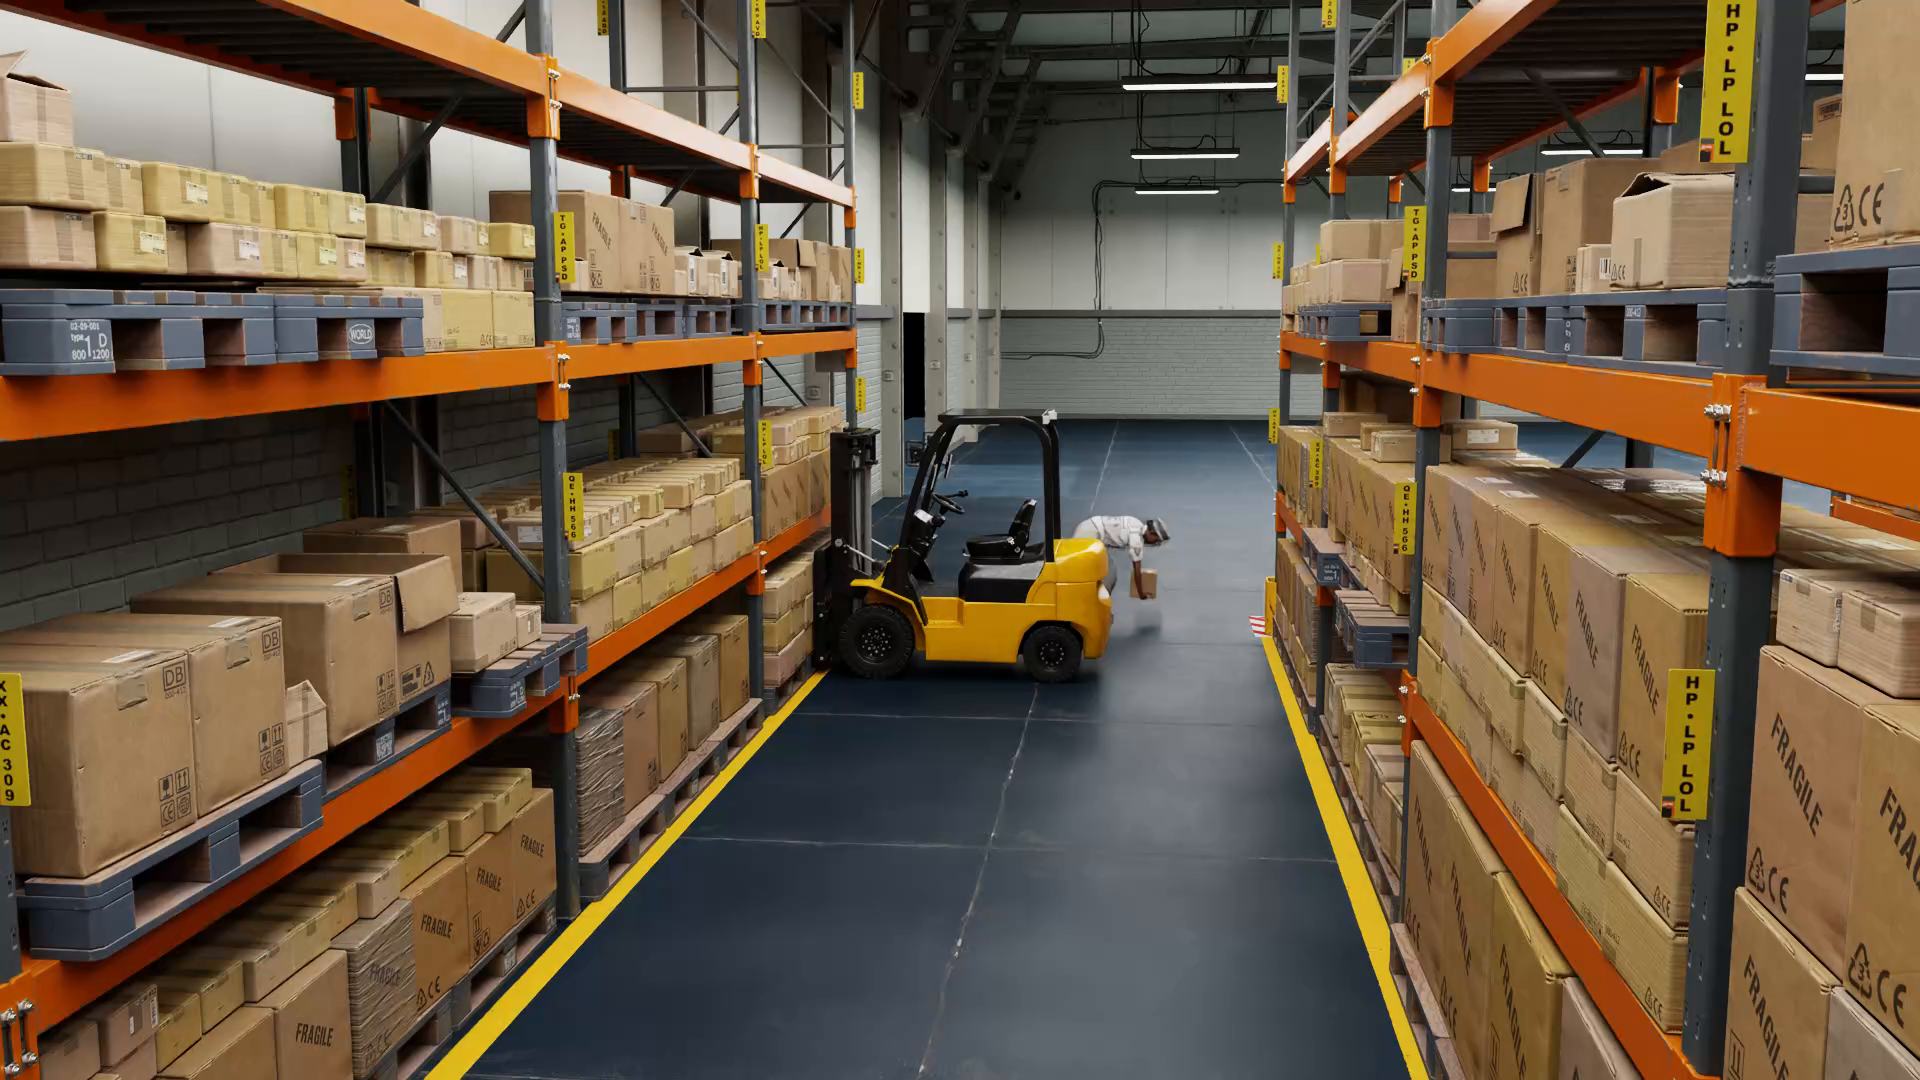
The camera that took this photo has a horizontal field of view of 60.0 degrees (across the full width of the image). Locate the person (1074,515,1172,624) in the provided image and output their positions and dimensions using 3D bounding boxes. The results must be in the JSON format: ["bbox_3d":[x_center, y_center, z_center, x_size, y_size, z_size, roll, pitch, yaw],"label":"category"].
[{"bbox_3d":[1.569,0.279,16.085,0.941,1.039,0.434,1,8,4],"label":"person"}]
